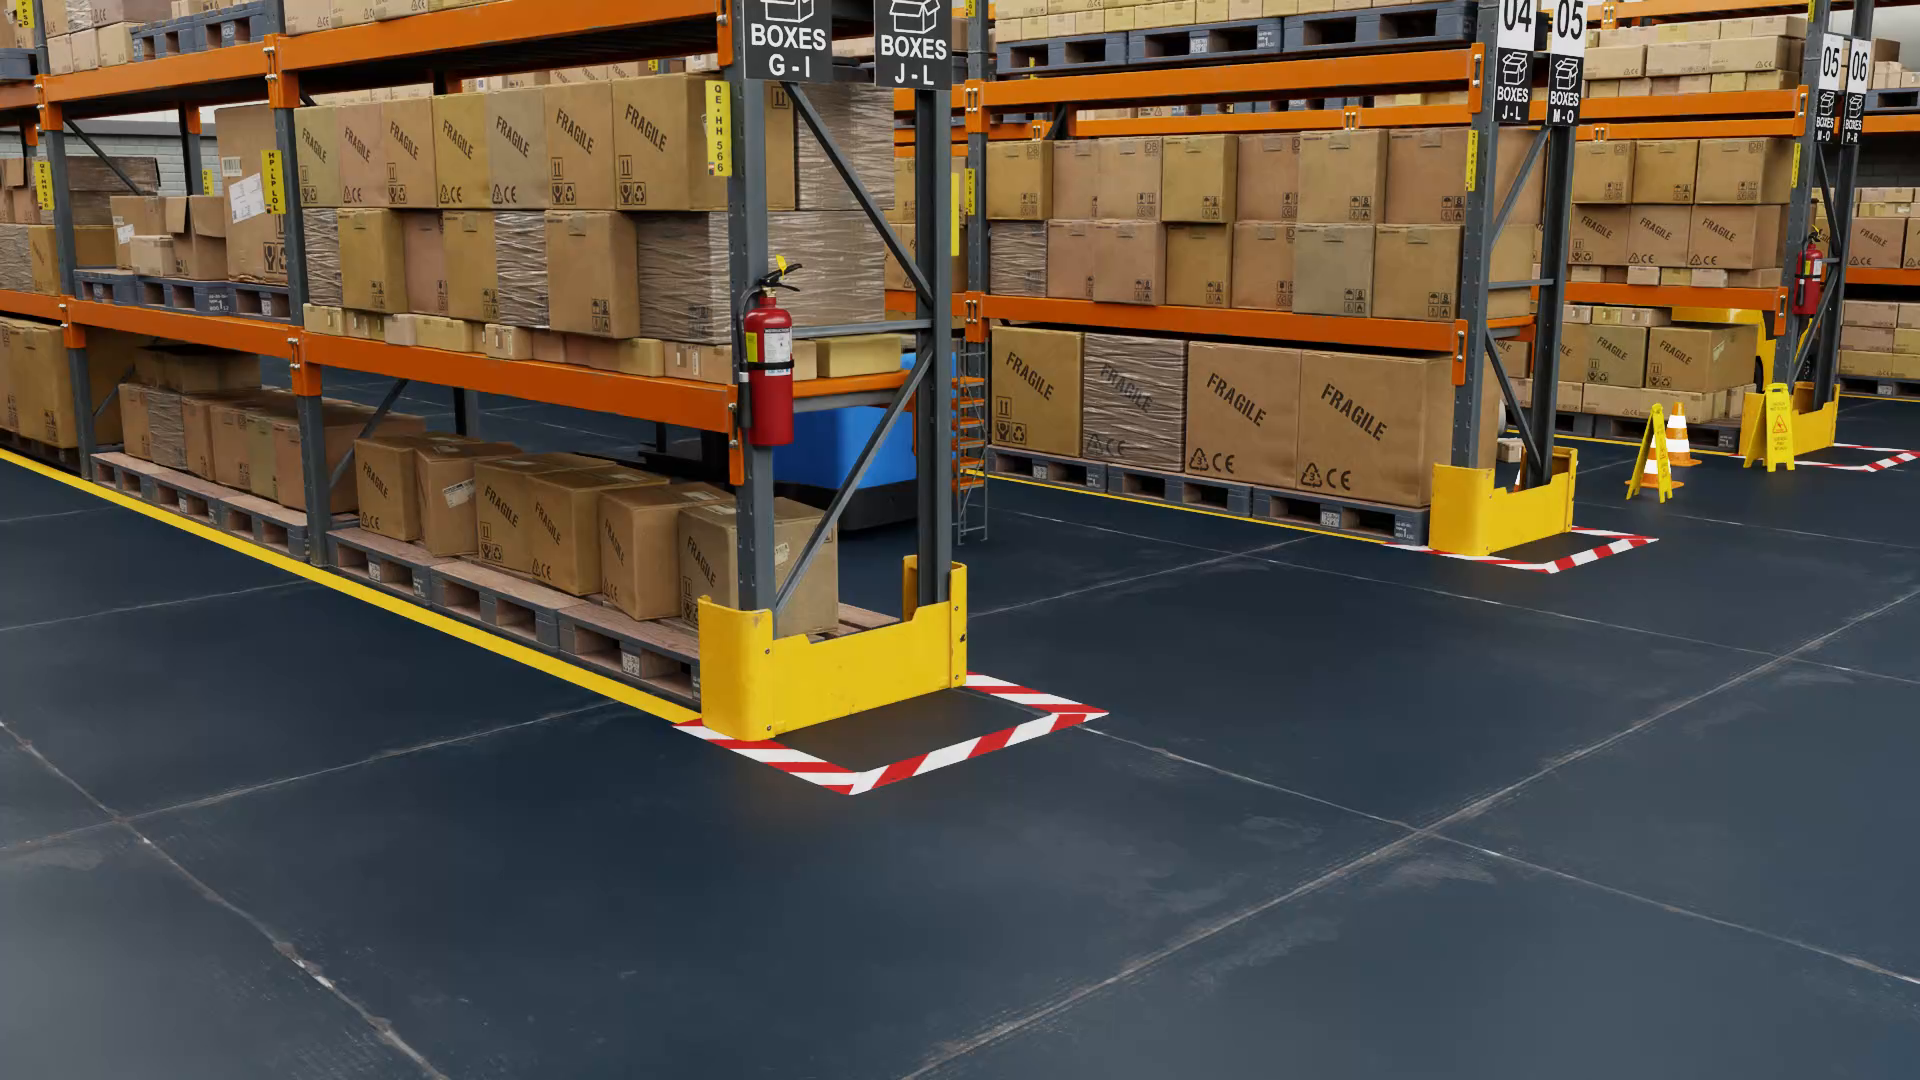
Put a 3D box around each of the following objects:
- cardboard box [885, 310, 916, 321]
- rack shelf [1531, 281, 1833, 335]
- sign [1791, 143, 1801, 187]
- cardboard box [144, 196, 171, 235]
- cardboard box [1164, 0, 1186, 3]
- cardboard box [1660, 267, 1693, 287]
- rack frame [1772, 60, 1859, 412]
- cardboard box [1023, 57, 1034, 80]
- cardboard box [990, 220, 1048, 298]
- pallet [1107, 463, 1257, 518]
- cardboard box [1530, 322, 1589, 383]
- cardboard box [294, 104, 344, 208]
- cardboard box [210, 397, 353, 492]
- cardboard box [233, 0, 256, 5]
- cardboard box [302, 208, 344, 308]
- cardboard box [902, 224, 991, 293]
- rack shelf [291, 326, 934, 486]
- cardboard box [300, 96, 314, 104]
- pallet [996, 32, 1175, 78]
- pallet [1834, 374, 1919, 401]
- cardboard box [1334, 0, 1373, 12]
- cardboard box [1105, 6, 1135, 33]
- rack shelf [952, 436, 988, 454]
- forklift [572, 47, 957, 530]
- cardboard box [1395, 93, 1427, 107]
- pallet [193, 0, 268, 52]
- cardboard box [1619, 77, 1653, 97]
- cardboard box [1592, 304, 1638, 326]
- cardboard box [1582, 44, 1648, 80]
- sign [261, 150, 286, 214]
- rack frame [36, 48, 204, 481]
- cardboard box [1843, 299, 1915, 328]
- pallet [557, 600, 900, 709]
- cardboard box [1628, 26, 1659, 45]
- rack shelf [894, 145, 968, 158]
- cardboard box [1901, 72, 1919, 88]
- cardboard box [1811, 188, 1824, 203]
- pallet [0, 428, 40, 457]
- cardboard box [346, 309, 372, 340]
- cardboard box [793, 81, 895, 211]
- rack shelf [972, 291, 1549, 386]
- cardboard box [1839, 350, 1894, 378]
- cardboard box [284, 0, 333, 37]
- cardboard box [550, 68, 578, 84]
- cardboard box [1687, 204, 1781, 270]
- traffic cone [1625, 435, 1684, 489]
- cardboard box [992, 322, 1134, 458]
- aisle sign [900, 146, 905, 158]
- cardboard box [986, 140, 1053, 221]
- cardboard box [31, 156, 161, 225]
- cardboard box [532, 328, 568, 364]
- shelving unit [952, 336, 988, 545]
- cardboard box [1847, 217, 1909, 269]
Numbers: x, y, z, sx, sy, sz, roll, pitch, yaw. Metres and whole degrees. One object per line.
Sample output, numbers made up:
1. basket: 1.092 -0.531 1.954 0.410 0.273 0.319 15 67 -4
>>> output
1. cardboard box: -0.439 -2.890 20.730 0.875 0.875 0.875 -10 15 -41
2. rack shelf: 5.351 -2.123 14.566 1.077 0.370 4.000 -11 16 -43
3. sign: 6.317 -2.831 12.567 0.100 0.325 0.005 -11 16 -43
4. cardboard box: -5.100 -2.084 11.305 0.700 0.500 0.500 -8 14 -34
5. cardboard box: 1.643 -3.528 10.513 0.500 0.250 0.500 -11 16 -42
6. cardboard box: 5.903 -2.147 13.523 0.380 0.149 0.250 -11 16 -44
7. rack frame: 6.732 -2.184 13.077 1.000 3.000 0.127 -11 16 -43
8. cardboard box: 0.838 -5.111 18.553 0.637 0.503 0.797 11 16 42
9. cardboard box: 0.723 -2.084 12.222 0.875 0.550 0.550 -11 16 -43
10. pallet: 1.775 -0.397 11.316 1.003 0.211 1.213 -11 16 -43
11. cardboard box: 5.284 -1.641 14.357 0.500 0.500 0.500 11 16 44
12. cardboard box: -3.070 -1.970 8.576 0.500 0.500 0.500 -11 16 -43
13. cardboard box: -4.308 -0.624 10.611 0.500 0.500 0.700 10 15 40
14. cardboard box: -3.919 -3.119 9.474 0.396 0.266 0.258 -10 15 -41
15. cardboard box: -2.931 -1.507 8.807 0.875 0.500 0.500 -11 16 -43
16. cardboard box: -0.094 -2.151 12.669 0.500 0.500 0.500 -11 16 -43
17. rack shelf: -1.816 -0.742 7.863 1.077 0.370 4.000 -11 16 -43
18. cardboard box: -7.705 -5.353 20.159 0.500 0.250 0.500 -11 16 -42
19. pallet: 1.017 -3.368 11.610 1.003 0.211 1.213 -11 16 -43
20. pallet: 9.761 -1.616 17.232 1.003 0.211 1.213 -11 16 -43
21. cardboard box: 2.396 -3.155 9.694 0.380 0.149 0.250 -11 16 -42
22. cardboard box: 1.169 -3.415 10.954 0.380 0.149 0.250 -11 16 -43
23. rack shelf: 0.010 -0.542 9.789 0.258 0.103 0.180 -11 16 -43
24. forklift: -1.430 -1.696 10.879 3.031 2.935 1.130 10 16 41
25. cardboard box: 4.147 -3.988 15.021 0.380 0.149 0.250 -11 16 -42
26. pallet: -3.547 -2.869 9.433 1.213 0.211 1.003 -11 16 -43
27. cardboard box: 5.596 -3.694 13.597 0.380 0.149 0.250 -11 16 -43
28. cardboard box: 5.517 -1.890 13.957 0.380 0.149 0.250 -11 16 -42
29. cardboard box: 5.476 -3.911 13.661 0.500 0.250 0.500 -10 16 -41
30. sign: -3.596 -1.876 8.713 0.100 0.325 0.005 -11 16 -43
31. rack frame: -5.960 -1.970 12.041 1.000 3.000 0.127 -11 16 -43
32. cardboard box: 9.419 -2.322 17.044 0.500 0.250 0.500 -11 16 -42
33. pallet: -1.023 0.428 7.309 1.003 0.211 1.213 -11 16 -43
34. cardboard box: 5.644 -4.087 13.529 0.380 0.149 0.250 -11 16 -43
35. rack shelf: 0.652 -6.036 26.124 1.077 0.370 4.000 -11 16 -43
36. cardboard box: 9.528 -4.555 16.489 0.250 0.149 0.380 11 16 44
37. cardboard box: 8.966 -3.583 17.279 0.380 0.149 0.250 -10 16 -41
38. pallet: -7.288 -0.908 13.796 1.003 0.211 1.213 -11 16 -43
39. cardboard box: -2.910 -1.119 8.533 0.380 0.149 0.250 -11 16 -43
40. cardboard box: -0.618 -1.605 6.807 0.500 0.500 0.500 -11 16 -43
41. rack shelf: 1.841 -1.419 11.147 1.077 0.370 4.000 -11 16 -43
42. cardboard box: 9.430 -1.833 17.150 0.500 0.250 0.500 -11 16 -43
43. cardboard box: -3.072 -2.681 8.428 0.500 0.250 0.500 11 16 43
44. cardboard box: -3.578 -4.357 15.946 0.500 0.500 0.500 -11 16 -43
45. cardboard box: 6.158 -2.419 13.235 0.500 0.500 0.500 -11 16 -44
46. traffic cone: 4.934 -0.620 11.773 0.336 0.463 0.334 -11 16 -43
47. cardboard box: 0.844 -1.126 12.170 0.875 0.875 0.875 -11 16 -42
48. aisle sign: -0.989 -6.453 27.358 0.394 0.787 0.004 -11 16 -43
49. cardboard box: 0.690 -2.607 12.082 0.875 0.550 0.550 -11 16 -43
50. cardboard box: -6.453 -2.620 12.459 0.797 0.503 0.637 -10 15 -41
51. cardboard box: -1.656 -0.873 7.336 0.380 0.149 0.250 -11 16 -43
52. shelving unit: 0.010 -0.586 9.780 0.258 1.200 0.189 -11 16 -43
53. cardboard box: 9.439 -3.037 16.972 0.500 0.500 0.500 -10 15 -41
